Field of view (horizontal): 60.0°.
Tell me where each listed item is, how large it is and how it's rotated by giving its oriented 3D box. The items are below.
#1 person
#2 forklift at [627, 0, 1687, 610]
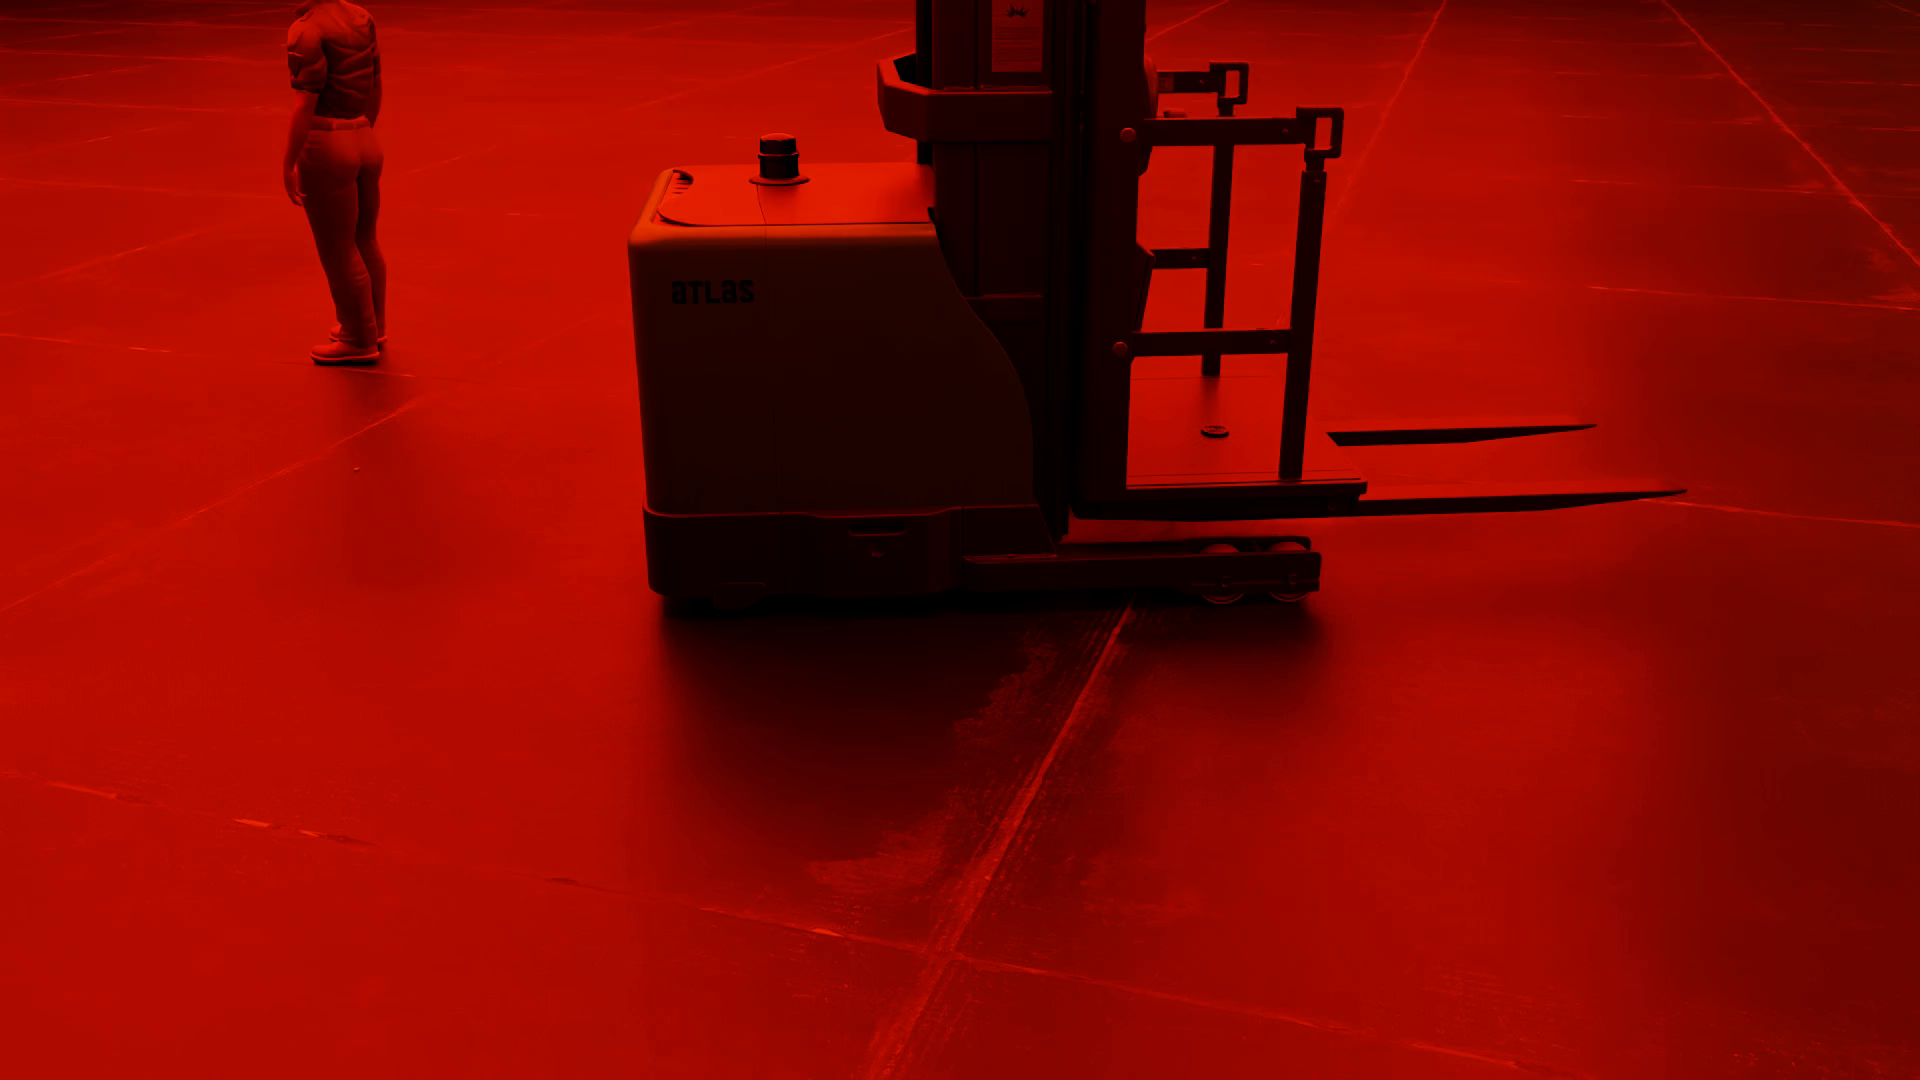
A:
[{"bbox_3d":[-2.546,-1.527,6.634,0.504,1.654,0.570,6,23,15],"label":"person"},{"bbox_3d":[0.606,-1.374,4.608,3.031,2.935,1.130,-2,23,-4],"label":"forklift"}]
